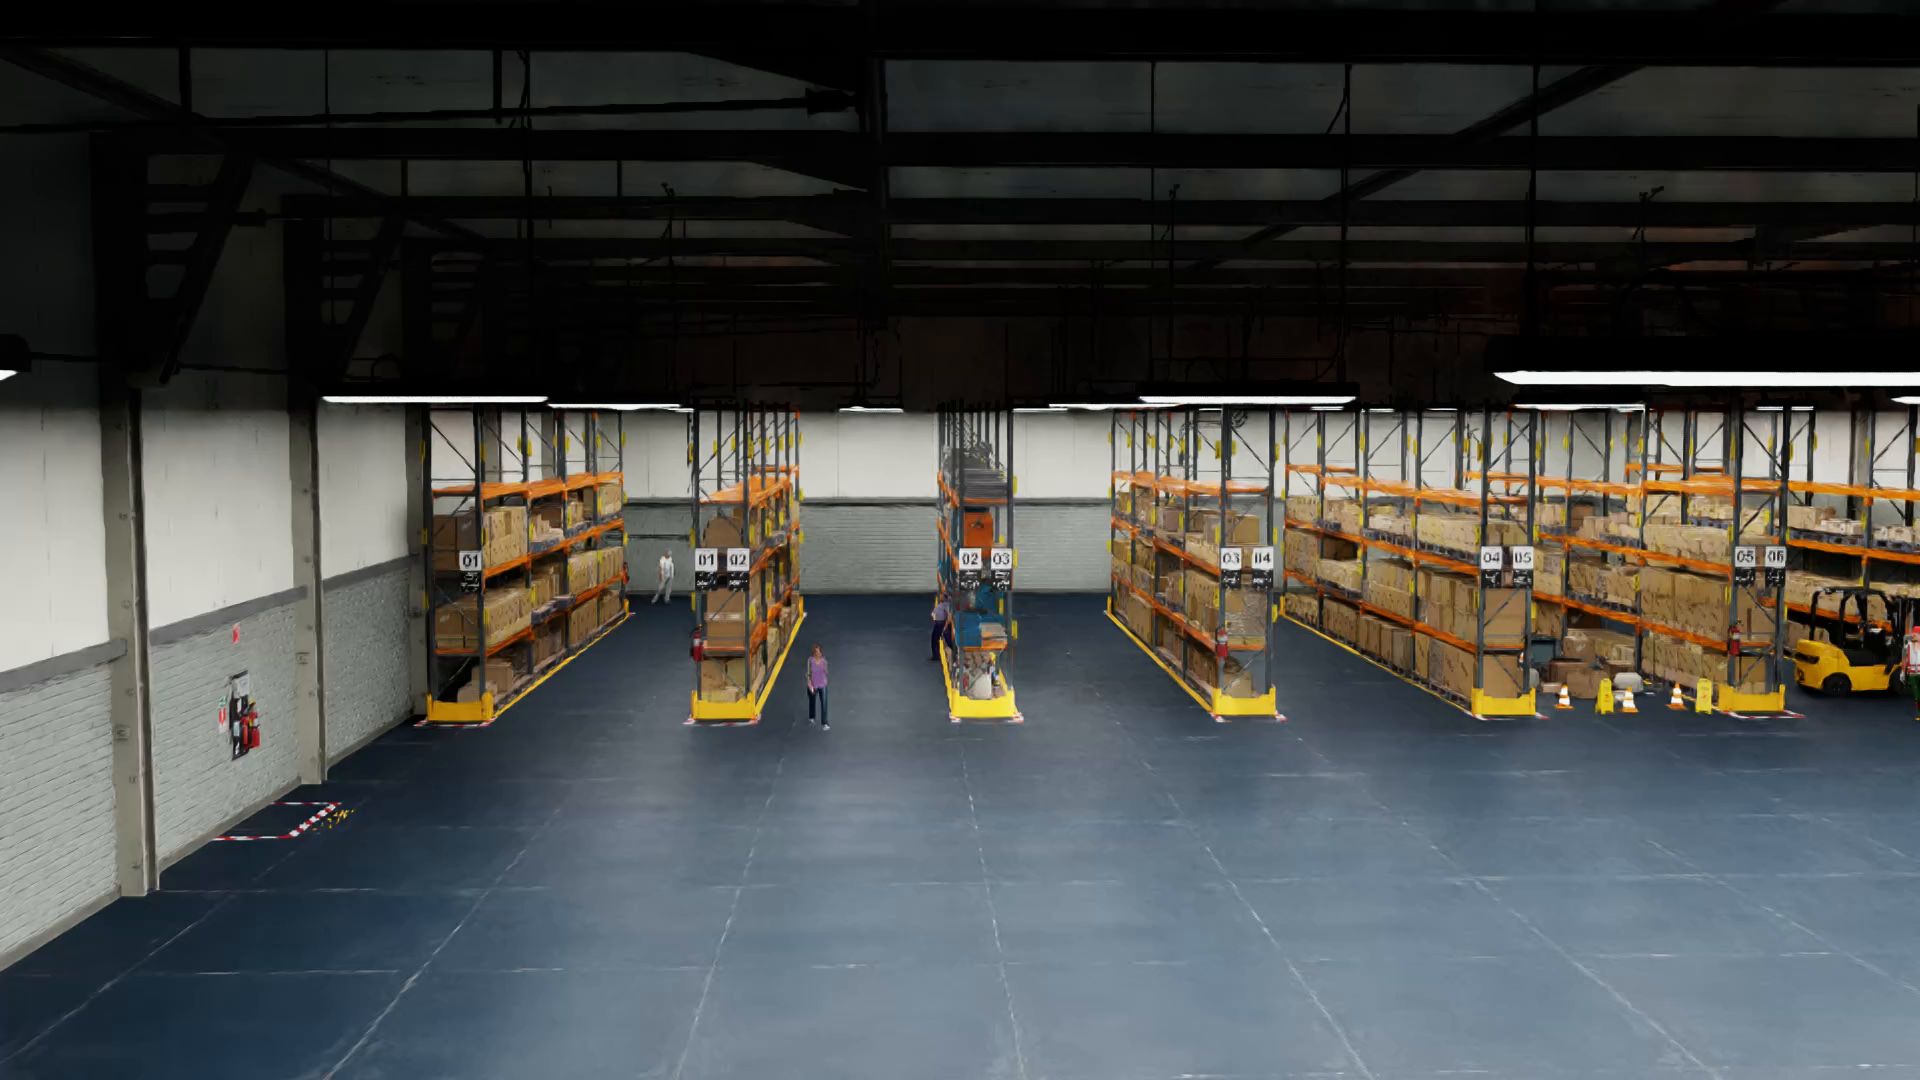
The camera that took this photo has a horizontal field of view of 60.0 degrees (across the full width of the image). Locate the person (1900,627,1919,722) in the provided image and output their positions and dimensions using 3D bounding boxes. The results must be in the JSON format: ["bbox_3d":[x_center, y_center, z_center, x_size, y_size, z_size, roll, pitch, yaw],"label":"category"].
[{"bbox_3d":[17.739,2.486,30.729,0.485,1.774,0.633,-4,6,-39],"label":"person"}]

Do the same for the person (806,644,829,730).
[{"bbox_3d":[-2.598,2.699,30.217,0.412,1.433,0.940,-1,4,-10],"label":"person"}]

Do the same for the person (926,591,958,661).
[{"bbox_3d":[-0.355,2.000,38.463,0.587,1.619,0.712,-4,6,-41],"label":"person"}]

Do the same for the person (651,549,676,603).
[{"bbox_3d":[-8.961,1.093,50.171,0.689,1.655,0.538,-4,6,-45],"label":"person"}]
